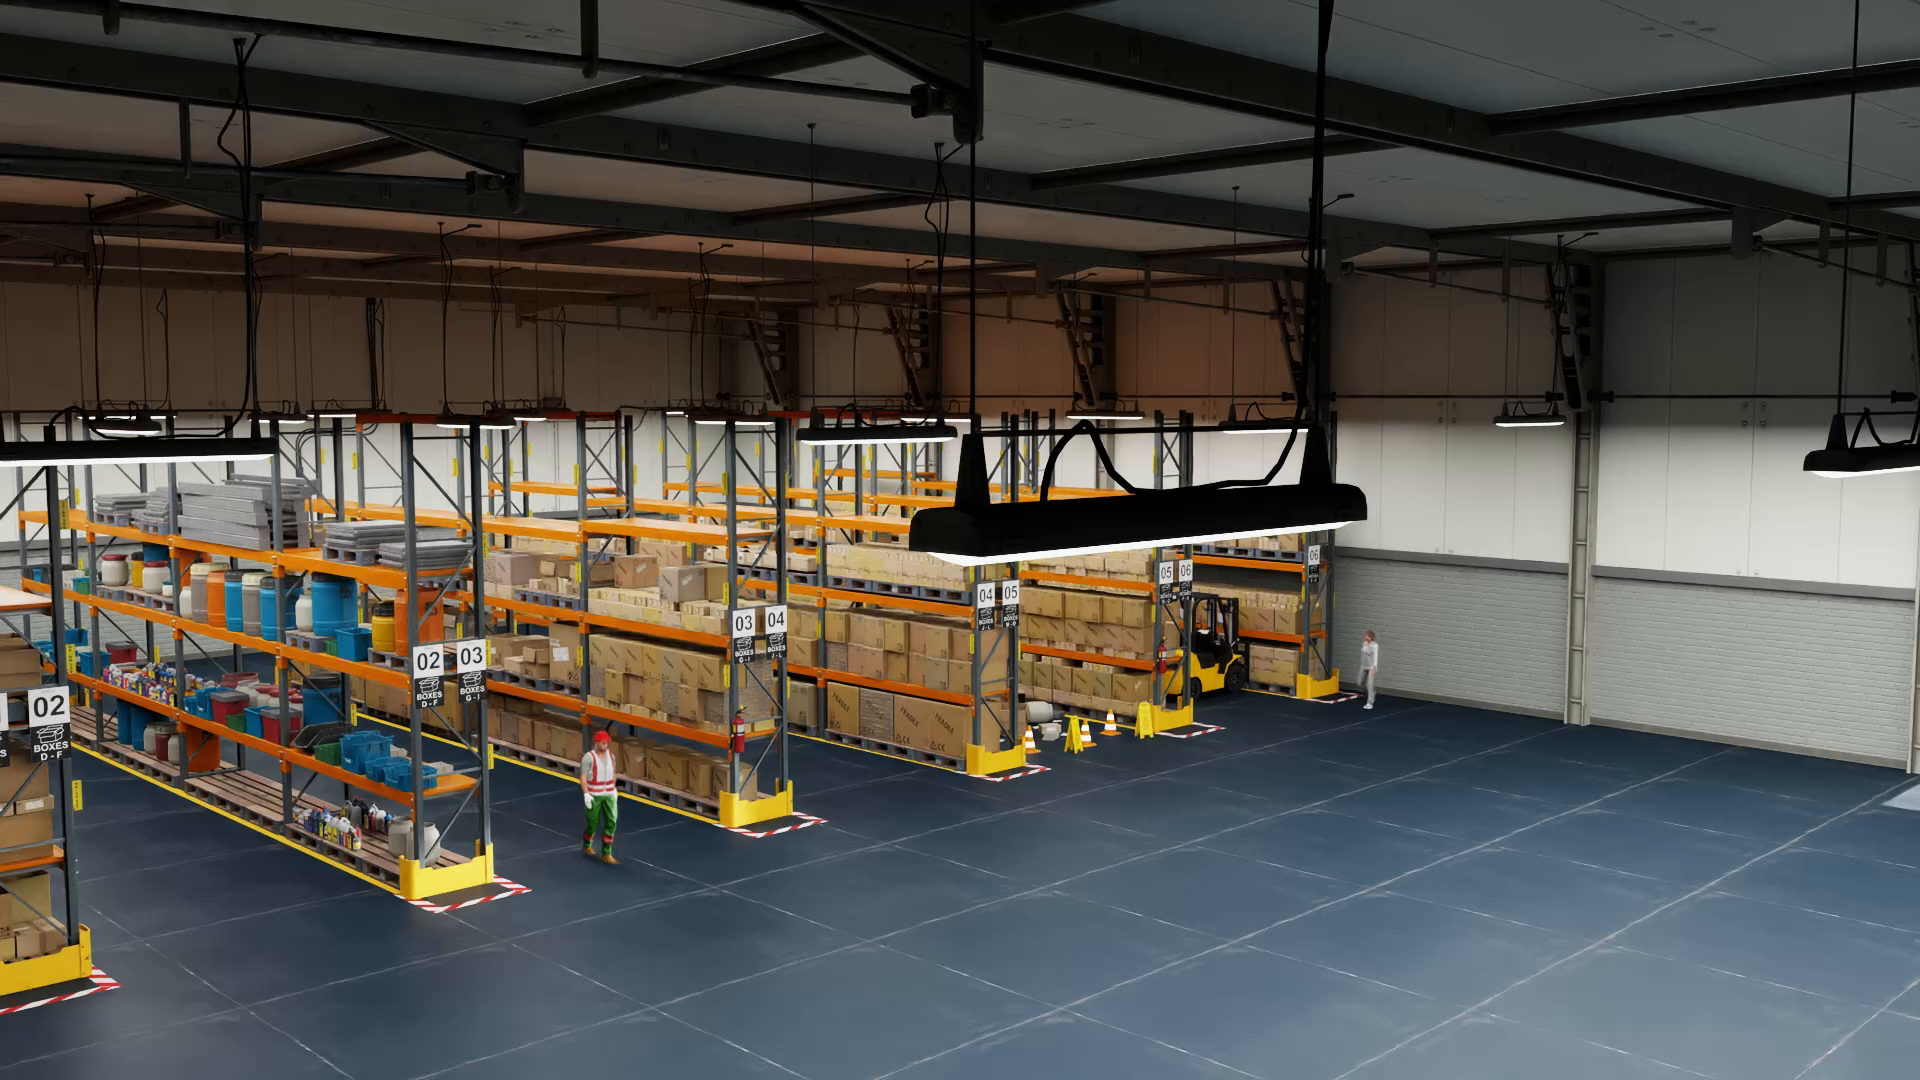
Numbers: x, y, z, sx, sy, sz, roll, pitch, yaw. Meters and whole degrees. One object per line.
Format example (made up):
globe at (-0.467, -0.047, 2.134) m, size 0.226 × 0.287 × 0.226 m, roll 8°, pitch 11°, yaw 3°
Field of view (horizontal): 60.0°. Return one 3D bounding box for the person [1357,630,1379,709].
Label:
person at (8.295, 2.602, 33.597) m, size 0.477 × 1.587 × 0.420 m, roll -5°, pitch 7°, yaw -44°

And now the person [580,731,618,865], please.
person at (-4.891, 3.496, 22.686) m, size 0.639 × 1.795 × 0.721 m, roll -5°, pitch 7°, yaw -44°
